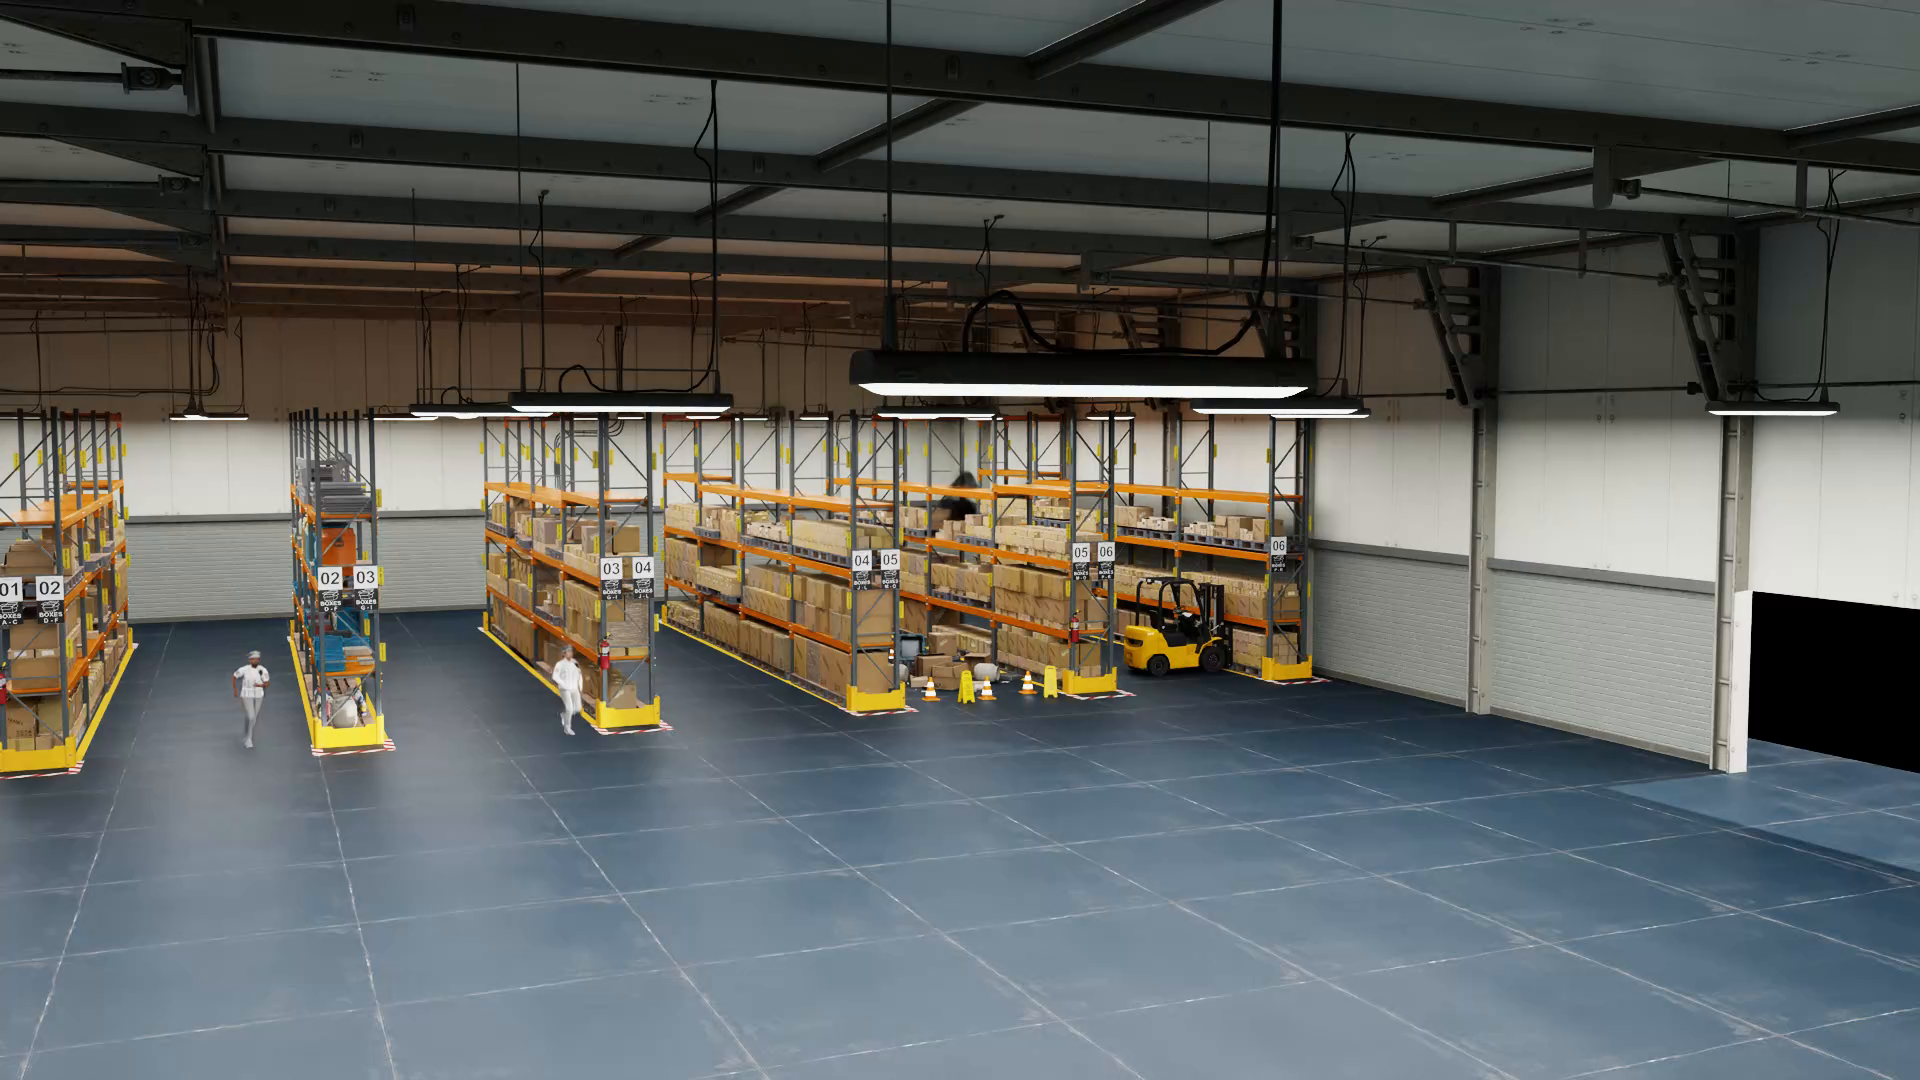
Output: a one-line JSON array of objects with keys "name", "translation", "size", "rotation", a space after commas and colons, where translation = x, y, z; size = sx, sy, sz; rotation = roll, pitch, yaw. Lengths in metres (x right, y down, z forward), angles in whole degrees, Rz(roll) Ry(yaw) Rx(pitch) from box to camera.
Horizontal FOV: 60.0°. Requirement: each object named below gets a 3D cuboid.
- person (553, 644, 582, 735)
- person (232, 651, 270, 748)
[{"name": "person", "translation": [-7.227, 2.756, 30.743], "size": [0.583, 1.674, 0.676], "rotation": [3, 5, 39]}, {"name": "person", "translation": [-12.593, 2.820, 29.583], "size": [0.561, 1.716, 0.711], "rotation": [-4, 5, -43]}]
